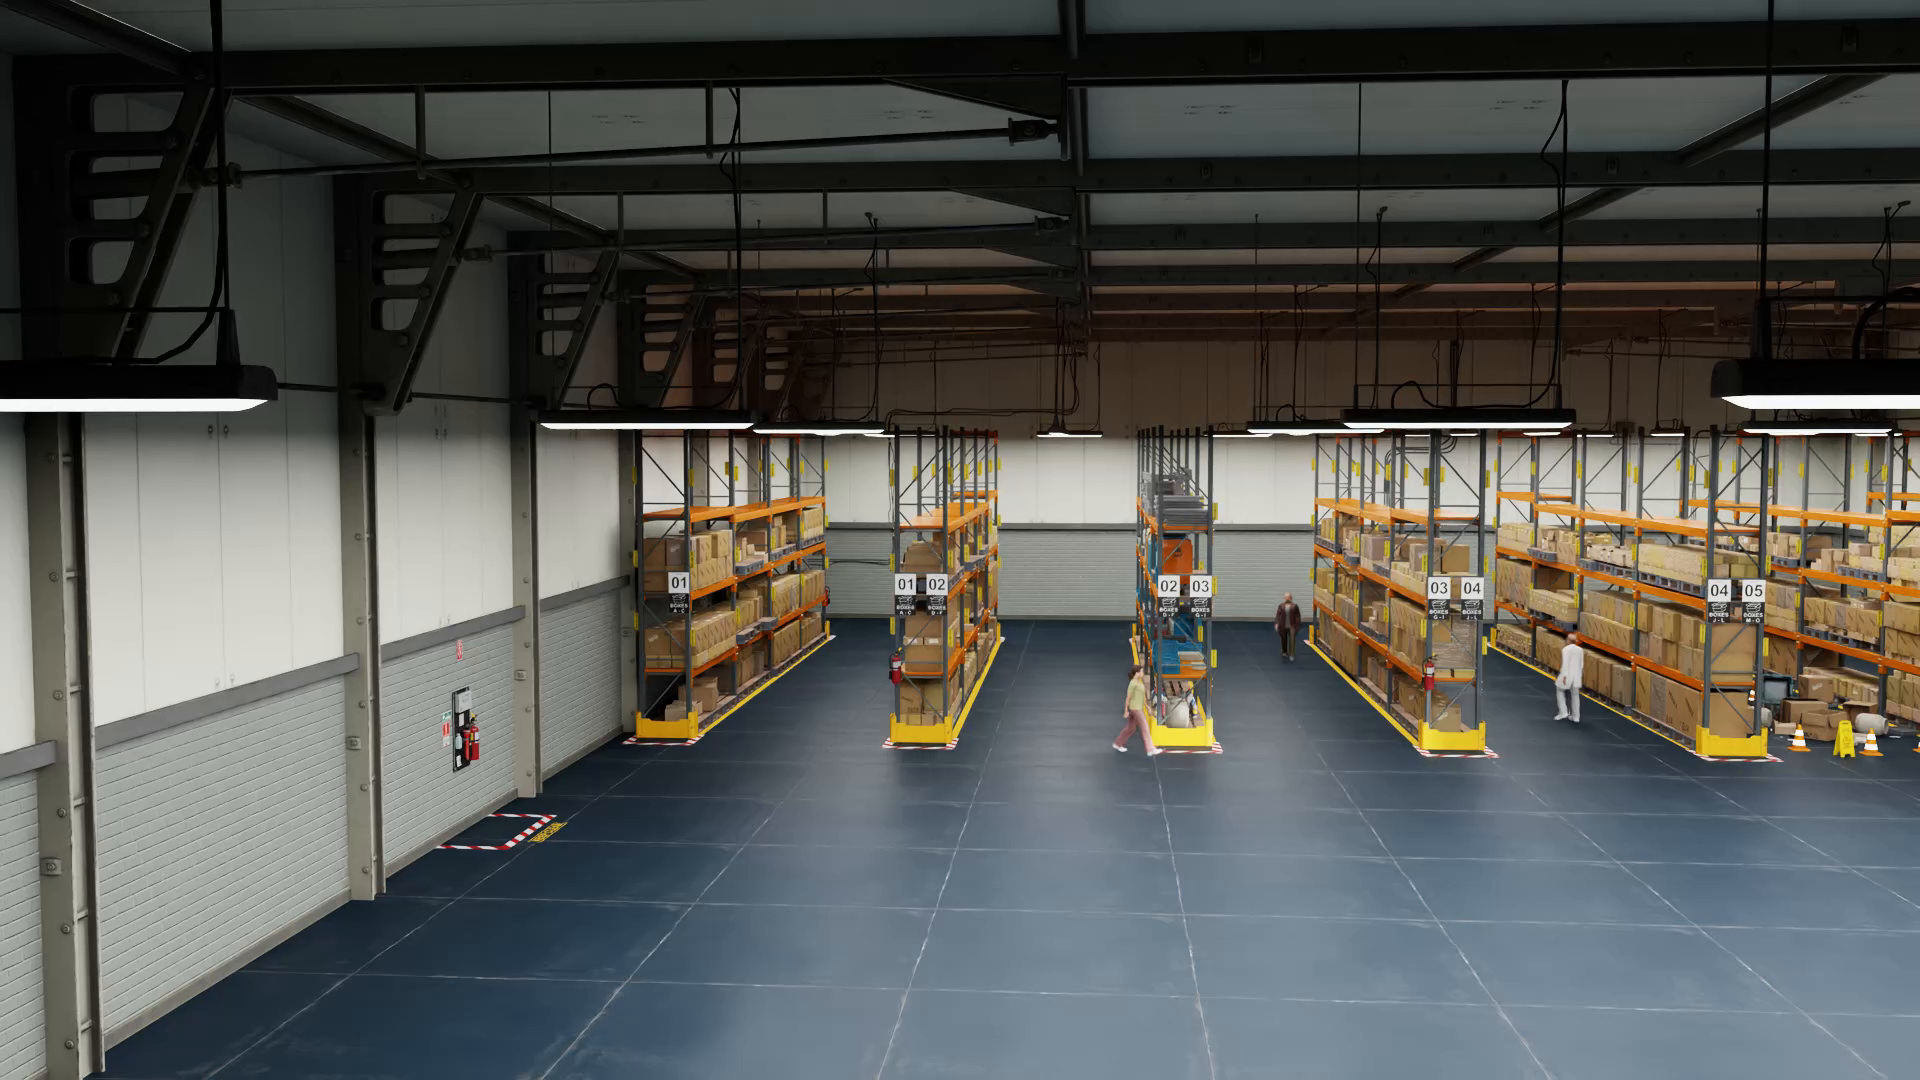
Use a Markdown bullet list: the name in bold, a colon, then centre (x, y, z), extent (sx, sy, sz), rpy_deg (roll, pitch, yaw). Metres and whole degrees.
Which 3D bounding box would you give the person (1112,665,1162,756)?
- **person**: centre (3.229, 3.087, 30.292), extent (0.945, 1.637, 0.490), rpy_deg (1, 3, 12)

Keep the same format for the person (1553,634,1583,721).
- **person**: centre (12.460, 2.818, 33.822), extent (0.577, 1.814, 0.595), rpy_deg (0, 3, -6)

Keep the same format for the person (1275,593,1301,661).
- **person**: centre (8.516, 2.290, 43.195), extent (0.676, 1.618, 1.121), rpy_deg (0, 3, 8)
